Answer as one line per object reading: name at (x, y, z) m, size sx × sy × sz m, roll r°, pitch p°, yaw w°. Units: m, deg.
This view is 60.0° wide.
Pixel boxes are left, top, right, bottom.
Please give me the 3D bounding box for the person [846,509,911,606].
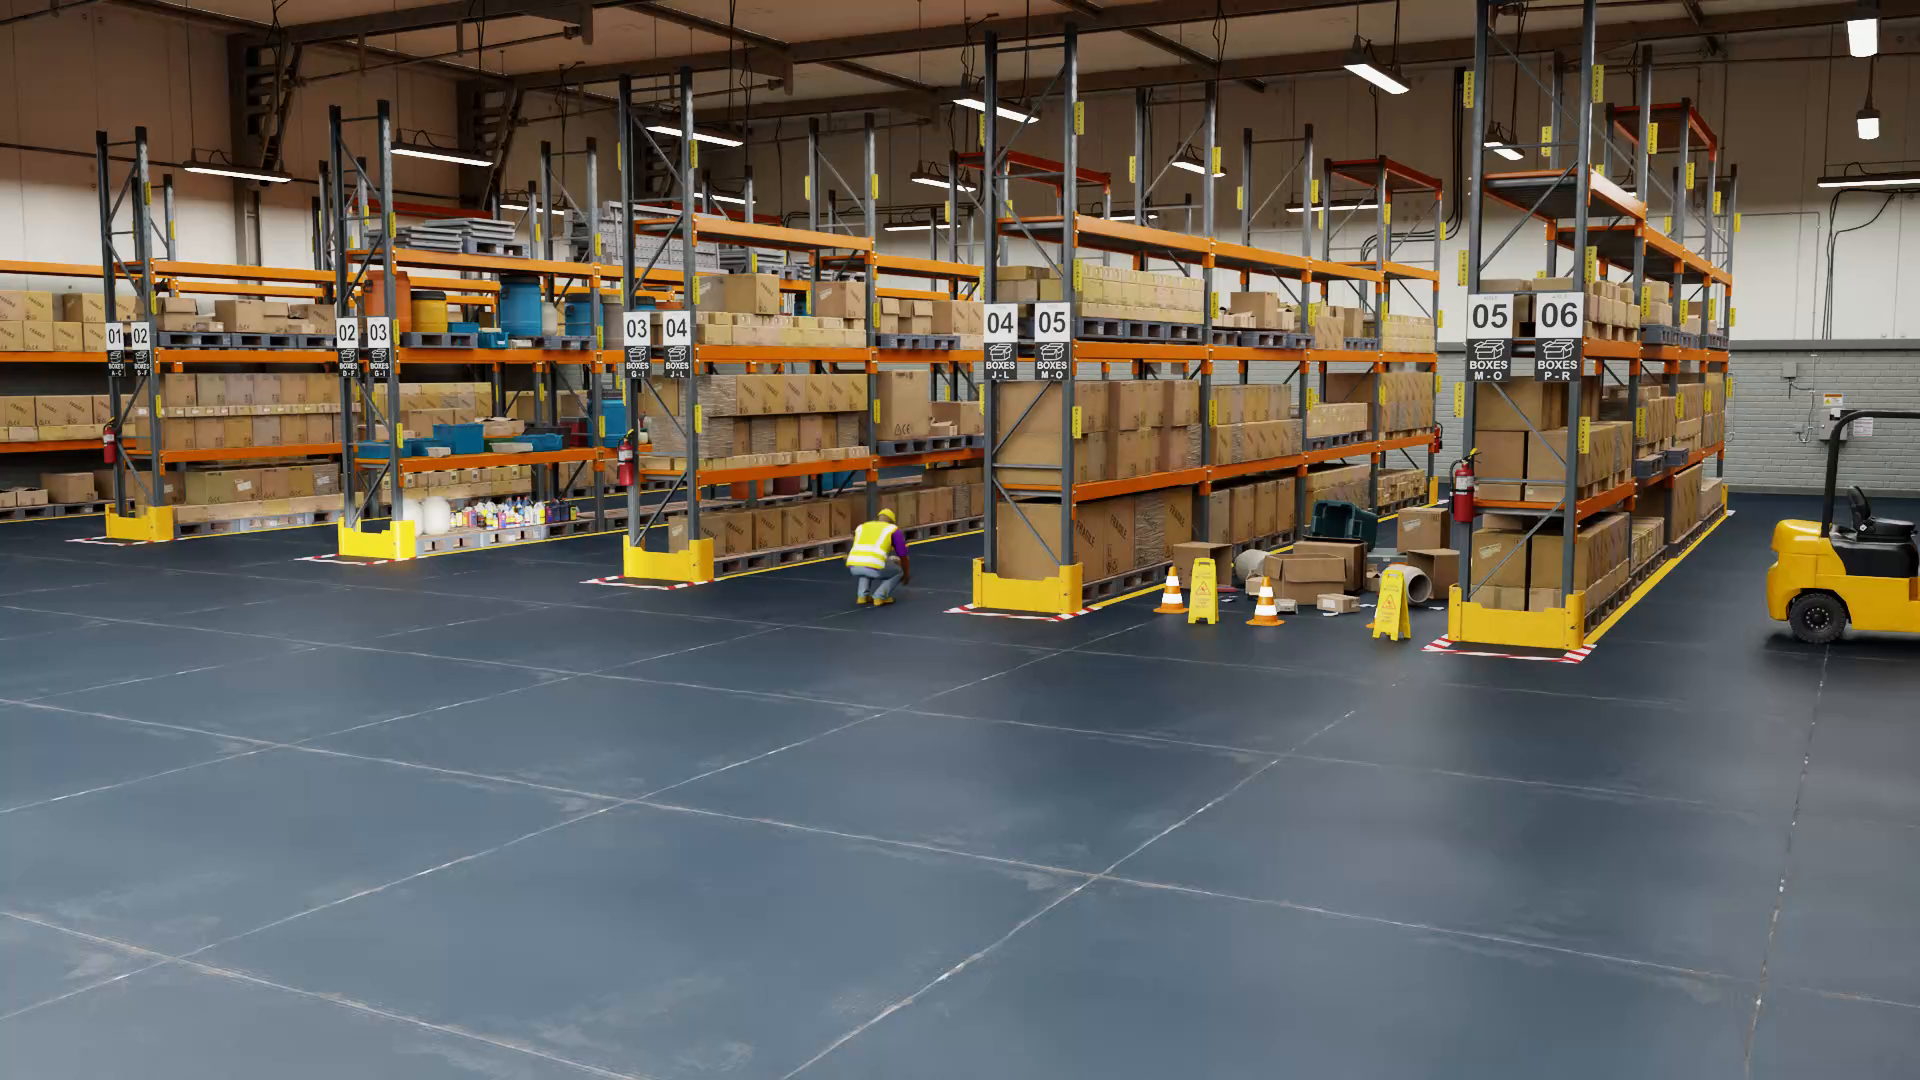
person at (-0.904, 0.180, 18.074) m, size 0.587 × 0.995 × 0.888 m, roll 3°, pitch 7°, yaw 29°
